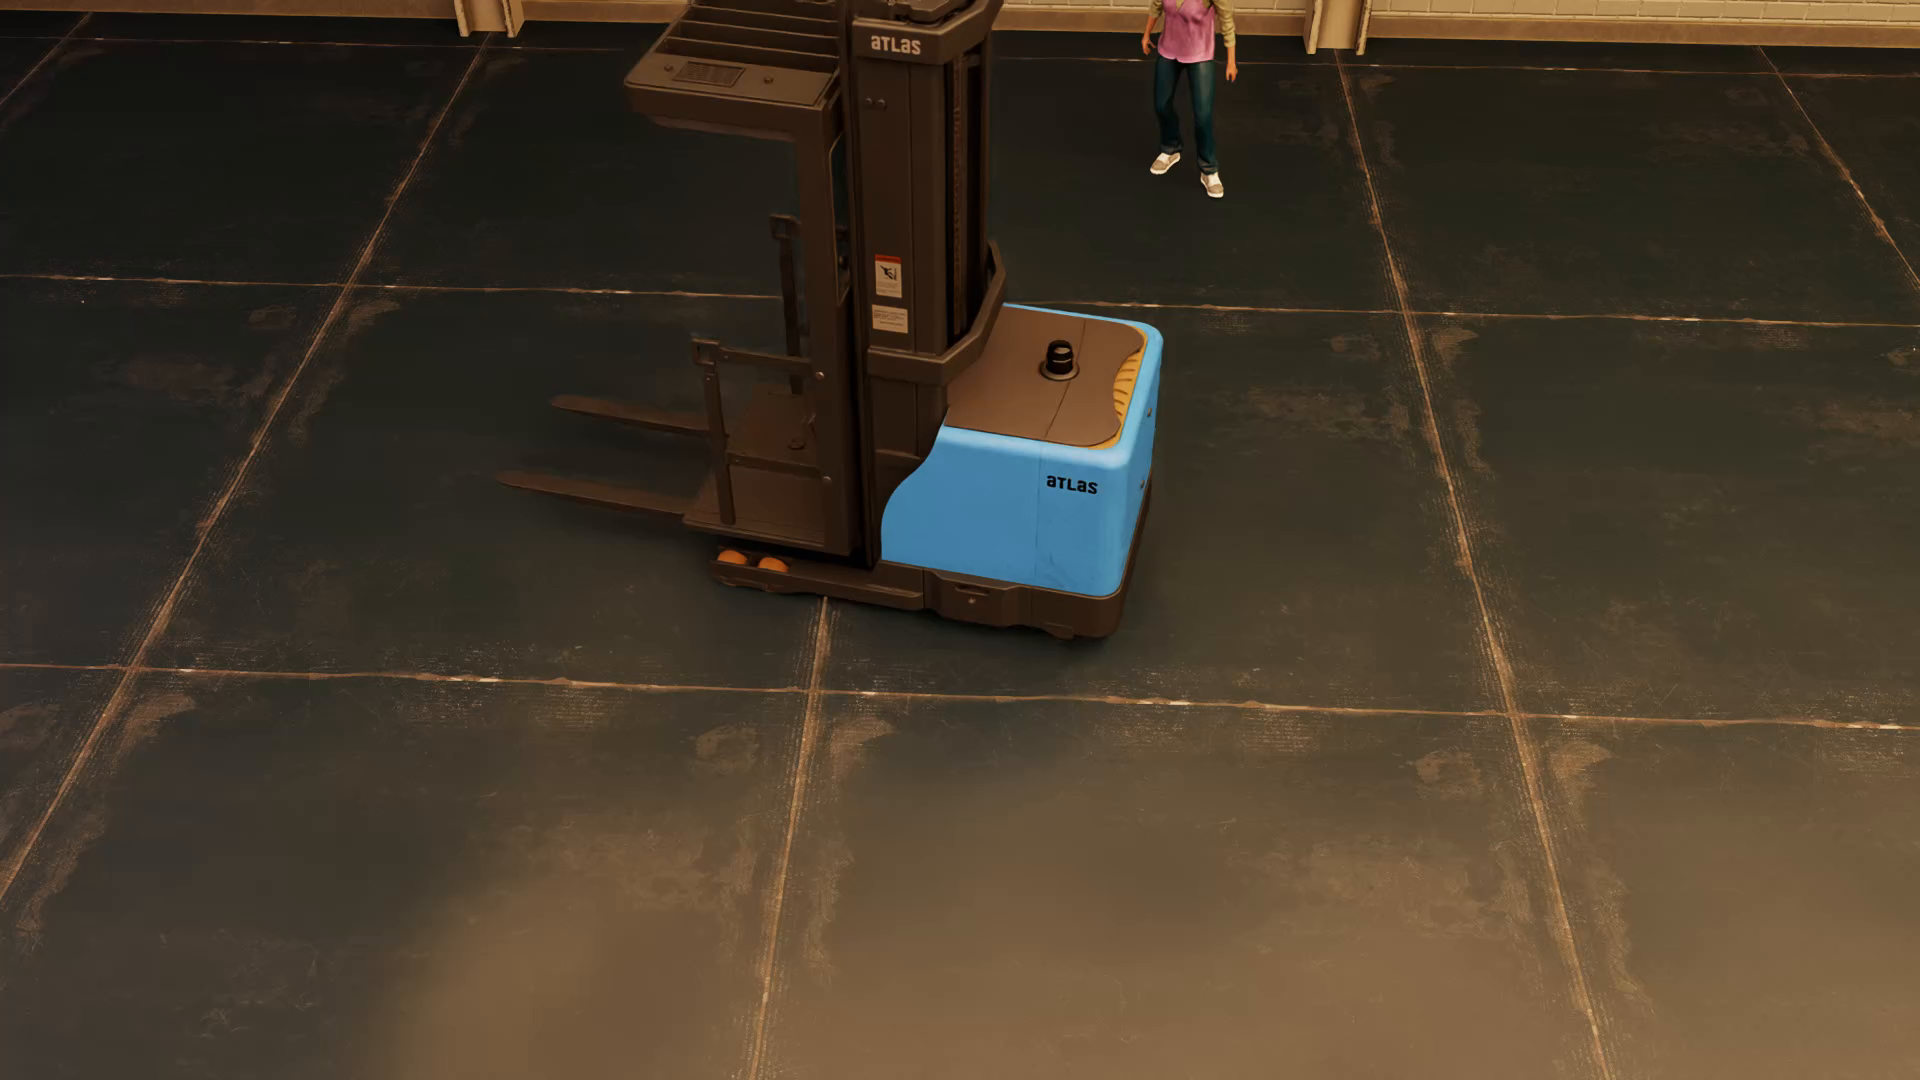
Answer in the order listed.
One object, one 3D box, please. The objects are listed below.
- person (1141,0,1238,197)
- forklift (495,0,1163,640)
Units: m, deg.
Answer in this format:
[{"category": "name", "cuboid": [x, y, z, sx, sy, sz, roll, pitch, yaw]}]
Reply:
[{"category": "person", "cuboid": [1.373, -2.862, 9.909, 0.726, 1.555, 0.379, 24, 48, 24]}, {"category": "forklift", "cuboid": [-0.662, -1.174, 7.028, 3.031, 2.935, 1.130, 10, 43, 10]}]
